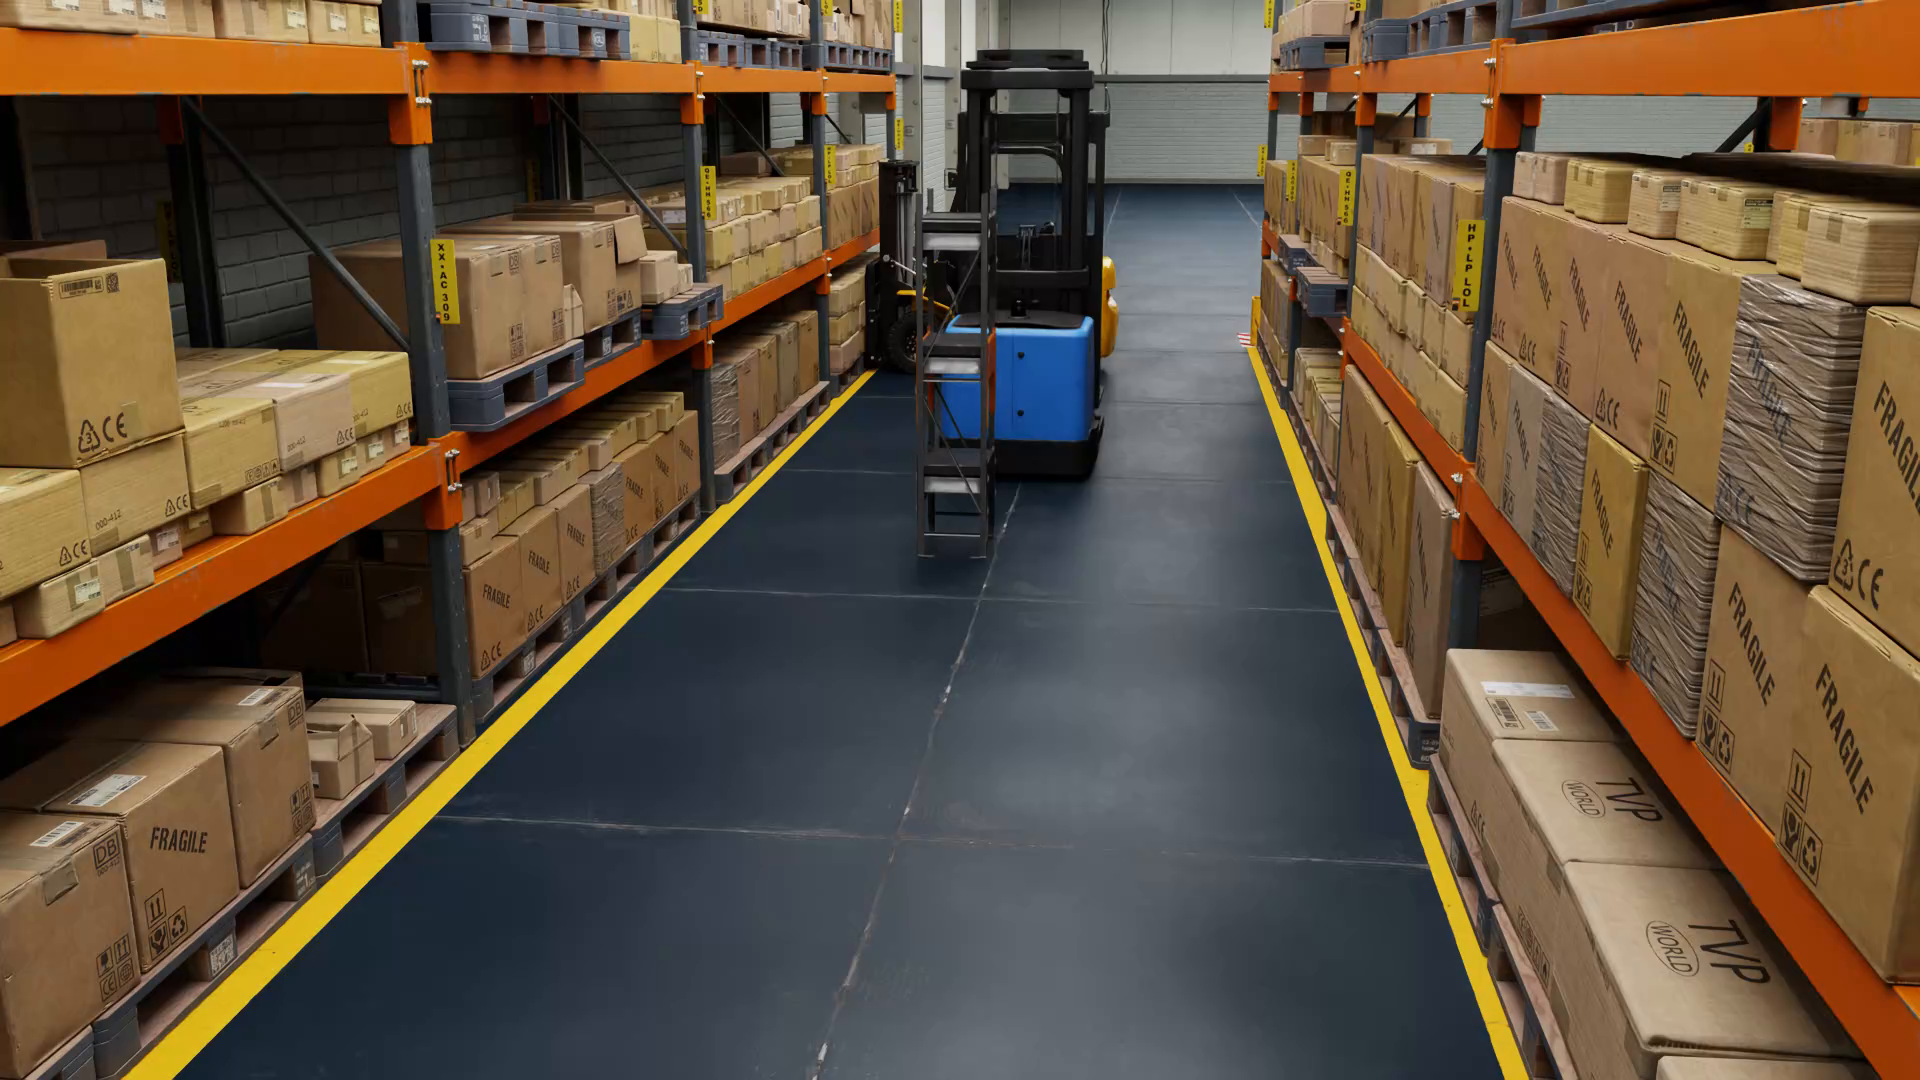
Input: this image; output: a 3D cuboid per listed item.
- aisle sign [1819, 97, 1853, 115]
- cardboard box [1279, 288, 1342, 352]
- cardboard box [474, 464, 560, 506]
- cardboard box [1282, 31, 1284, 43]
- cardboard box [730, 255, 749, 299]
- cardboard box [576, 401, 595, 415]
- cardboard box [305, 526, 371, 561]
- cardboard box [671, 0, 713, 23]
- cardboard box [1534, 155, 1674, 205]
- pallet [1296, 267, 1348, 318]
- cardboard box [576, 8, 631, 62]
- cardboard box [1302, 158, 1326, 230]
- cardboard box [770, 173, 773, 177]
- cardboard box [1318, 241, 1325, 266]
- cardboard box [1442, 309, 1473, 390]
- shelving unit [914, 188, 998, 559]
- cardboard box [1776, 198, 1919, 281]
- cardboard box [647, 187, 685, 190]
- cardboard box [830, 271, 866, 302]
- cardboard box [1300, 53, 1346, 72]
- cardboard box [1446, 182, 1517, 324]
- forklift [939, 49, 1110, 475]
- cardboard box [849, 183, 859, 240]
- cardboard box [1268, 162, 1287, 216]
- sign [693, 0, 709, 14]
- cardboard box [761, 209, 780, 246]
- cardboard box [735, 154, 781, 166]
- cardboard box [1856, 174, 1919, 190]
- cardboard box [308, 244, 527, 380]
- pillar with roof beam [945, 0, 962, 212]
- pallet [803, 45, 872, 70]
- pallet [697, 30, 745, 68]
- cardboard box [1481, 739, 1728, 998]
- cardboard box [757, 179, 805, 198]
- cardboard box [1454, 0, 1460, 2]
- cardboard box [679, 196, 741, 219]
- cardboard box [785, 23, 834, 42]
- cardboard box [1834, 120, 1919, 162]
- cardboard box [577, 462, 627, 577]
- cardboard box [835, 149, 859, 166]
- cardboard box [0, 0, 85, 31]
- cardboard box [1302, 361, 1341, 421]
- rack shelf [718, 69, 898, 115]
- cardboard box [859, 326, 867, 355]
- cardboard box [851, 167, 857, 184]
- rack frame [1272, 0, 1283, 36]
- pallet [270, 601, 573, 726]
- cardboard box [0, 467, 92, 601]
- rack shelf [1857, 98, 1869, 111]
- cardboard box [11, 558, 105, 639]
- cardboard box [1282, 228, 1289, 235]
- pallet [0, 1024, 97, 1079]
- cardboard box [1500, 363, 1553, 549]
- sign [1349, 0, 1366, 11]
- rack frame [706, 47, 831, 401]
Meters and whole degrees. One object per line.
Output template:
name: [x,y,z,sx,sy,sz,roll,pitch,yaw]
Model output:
aisle sign: [8.972,-4.714,16.869,0.394,0.787,0.004,2,15,6]
cardboard box: [3.085,-1.931,14.582,0.500,0.500,0.500,1,15,5]
cardboard box: [-2.190,-0.273,8.166,0.380,0.149,0.250,2,15,6]
cardboard box: [3.315,-4.701,15.771,0.500,0.250,0.500,2,15,8]
cardboard box: [-1.744,-1.805,11.380,0.500,0.250,0.500,1,15,5]
cardboard box: [-2.467,-0.823,10.200,0.380,0.149,0.250,2,15,9]
cardboard box: [-2.795,-0.015,7.214,0.380,0.149,0.250,1,15,4]
cardboard box: [-1.757,-3.307,10.352,0.380,0.166,0.250,2,15,6]
cardboard box: [2.076,-1.160,5.355,0.380,0.149,0.250,2,15,7]
pallet: [2.808,-1.590,10.662,1.213,0.211,1.003,2,15,6]
cardboard box: [-2.028,-2.615,8.627,0.500,0.250,0.500,2,15,6]
cardboard box: [2.822,-2.556,12.301,0.500,0.500,0.500,2,15,6]
cardboard box: [-1.873,-3.195,14.799,0.380,0.149,0.250,1,15,5]
cardboard box: [2.633,-1.943,11.278,0.380,0.149,0.250,2,15,7]
cardboard box: [2.191,-0.747,6.509,0.500,0.250,0.500,2,15,6]
shelving unit: [-0.019,-0.971,9.729,0.431,2.100,0.503,2,15,6]
cardboard box: [1.792,-0.563,3.147,0.380,0.149,0.250,2,15,8]
cardboard box: [-2.118,-2.560,12.447,0.380,0.149,0.250,2,15,7]
cardboard box: [-1.168,-2.413,15.887,0.500,0.250,0.500,2,15,8]
cardboard box: [3.017,-3.950,13.756,0.380,0.149,0.250,2,15,7]
cardboard box: [2.183,-1.111,6.418,0.500,0.500,0.500,2,15,8]
forklift: [0.557,-2.201,12.688,1.130,2.935,3.031,2,15,7]
cardboard box: [-1.239,-3.100,15.687,0.500,0.500,0.500,2,15,6]
cardboard box: [3.352,-3.512,16.642,0.500,0.500,0.500,2,15,8]
sign: [-1.560,-3.321,9.959,0.100,0.325,0.005,2,15,6]
cardboard box: [-1.639,-2.315,12.306,0.500,0.250,0.500,2,15,7]
cardboard box: [-1.825,-3.407,15.010,0.380,0.149,0.250,2,15,6]
cardboard box: [2.444,-0.818,4.091,0.380,0.149,0.250,2,15,6]
cardboard box: [-2.273,-0.972,7.014,0.700,0.500,0.500,2,15,8]
pillar with roof beam: [4.139,-10.998,33.596,9.100,9.000,0.400,2,15,6]
pallet: [-1.437,-4.620,15.924,1.003,0.211,1.213,2,15,6]
pallet: [-2.111,-3.175,10.773,1.213,0.211,1.003,2,15,9]
cardboard box: [2.105,0.969,4.936,0.875,0.438,0.875,1,15,5]
cardboard box: [-1.476,-2.876,13.617,0.380,0.149,0.250,1,15,5]
cardboard box: [2.447,-2.490,7.520,0.380,0.166,0.250,3,15,11]
cardboard box: [-1.721,-2.280,11.413,0.380,0.149,0.250,2,15,7]
cardboard box: [-1.295,-4.362,14.287,0.380,0.149,0.250,2,15,7]
cardboard box: [8.487,-3.520,15.079,0.875,0.550,0.500,2,15,6]
cardboard box: [-2.096,-0.119,8.840,0.500,0.500,0.500,1,15,4]
cardboard box: [-1.194,-3.722,16.178,0.380,0.149,0.250,2,15,7]
cardboard box: [-2.465,-1.362,4.188,0.380,0.149,0.250,2,15,6]
cardboard box: [3.151,-1.143,12.874,0.950,0.372,0.625,3,15,10]
rack shelf: [-1.422,-4.297,15.937,1.077,0.370,4.000,2,15,6]
cardboard box: [-1.179,-1.934,16.031,0.500,0.250,0.500,2,15,7]
cardboard box: [-1.177,-3.445,15.720,0.380,0.149,0.250,1,15,4]
rack frame: [3.737,-6.465,16.833,1.000,3.000,0.127,2,15,6]
pallet: [-2.496,0.532,7.791,1.003,0.211,1.213,2,15,6]
cardboard box: [-2.572,-0.008,4.163,0.500,0.250,0.500,1,15,5]
rack shelf: [8.441,-4.032,14.957,1.077,0.370,4.000,2,15,6]
cardboard box: [-2.497,0.147,4.355,0.380,0.149,0.250,1,15,5]
cardboard box: [3.130,-2.767,15.128,0.380,0.149,0.250,1,15,5]
pallet: [-2.904,1.555,4.008,1.003,0.211,1.213,2,15,6]
cardboard box: [2.009,-0.261,5.189,0.500,0.500,0.500,2,15,7]
sign: [2.295,-3.209,9.544,0.100,0.325,0.005,2,15,6]
rack frame: [-1.647,-2.677,14.316,1.000,3.000,0.127,2,15,6]
